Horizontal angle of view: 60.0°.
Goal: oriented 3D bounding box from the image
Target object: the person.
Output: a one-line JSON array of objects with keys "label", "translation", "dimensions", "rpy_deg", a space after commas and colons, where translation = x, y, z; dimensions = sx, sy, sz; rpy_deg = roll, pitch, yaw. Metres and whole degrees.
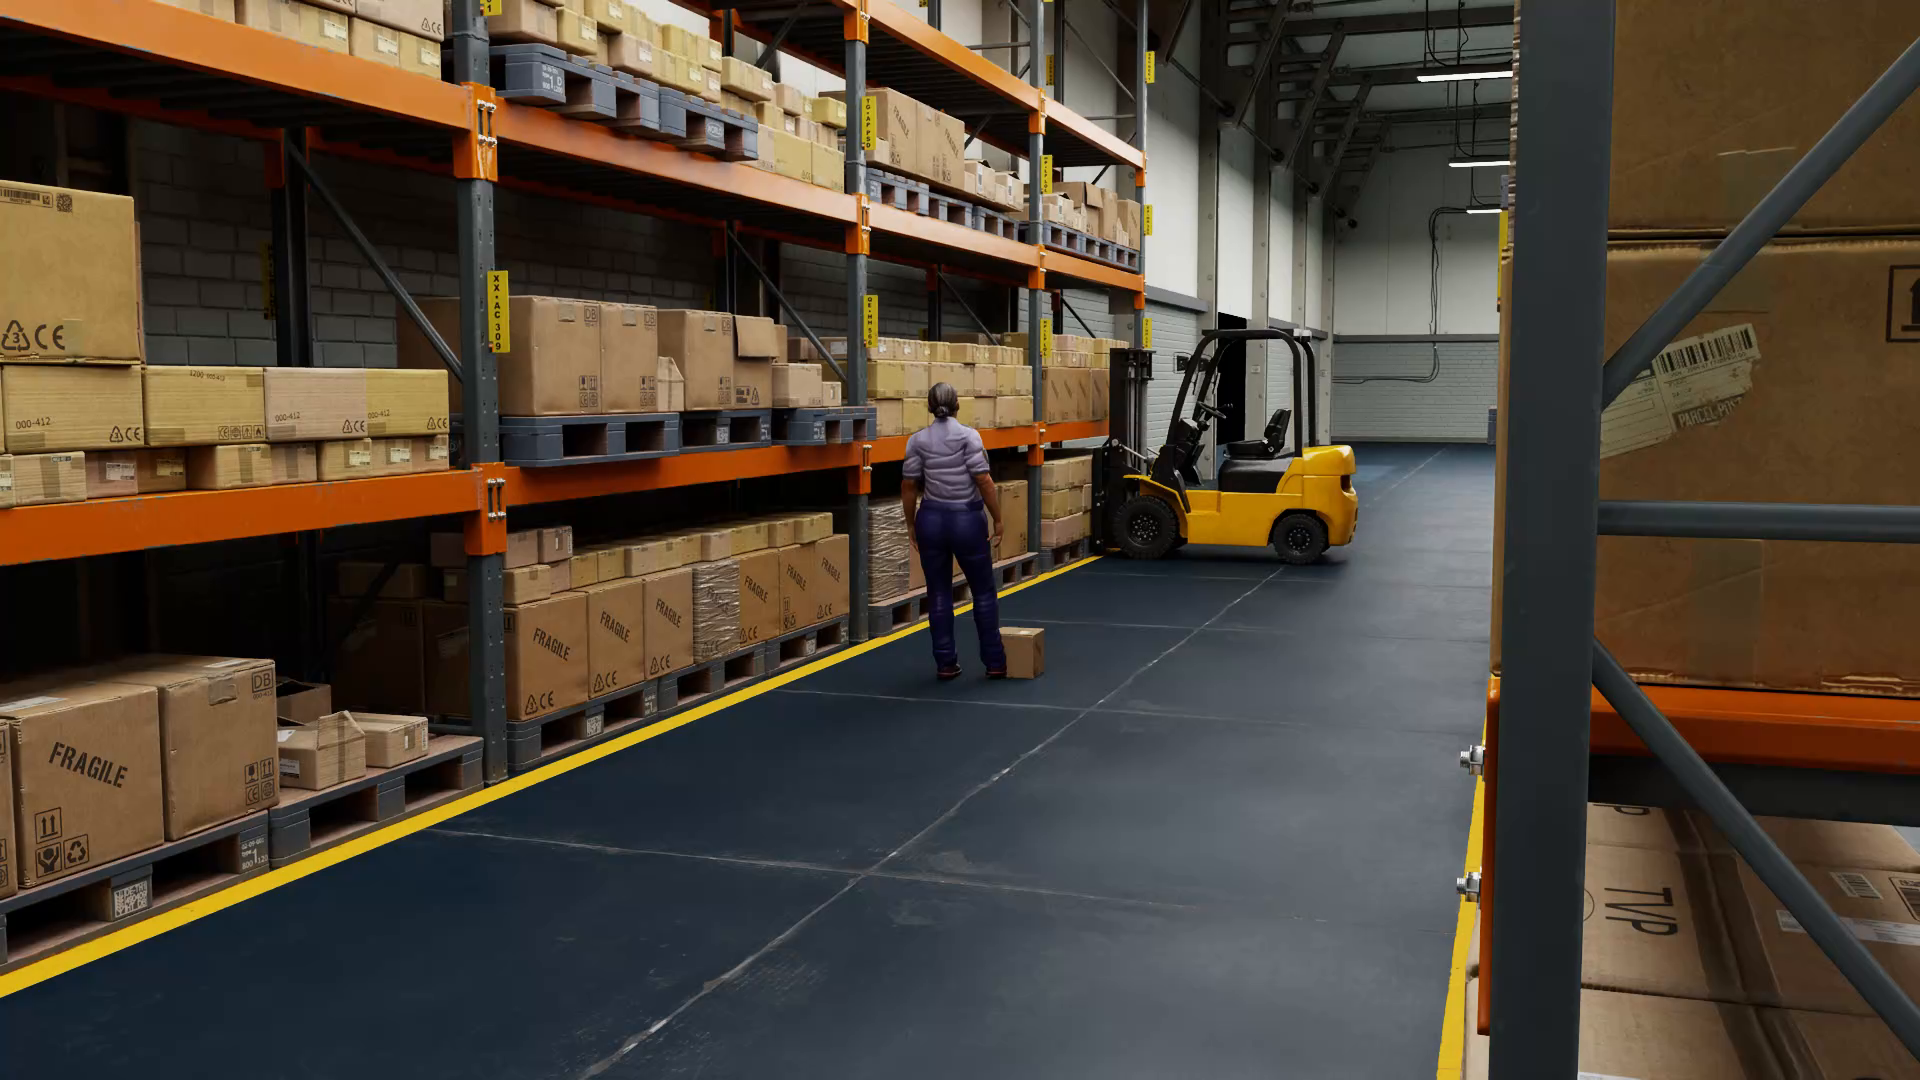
[{"label": "person", "translation": [0.000, -0.057, 9.319], "dimensions": [0.598, 1.651, 0.504], "rpy_deg": [2, 6, 19]}]
